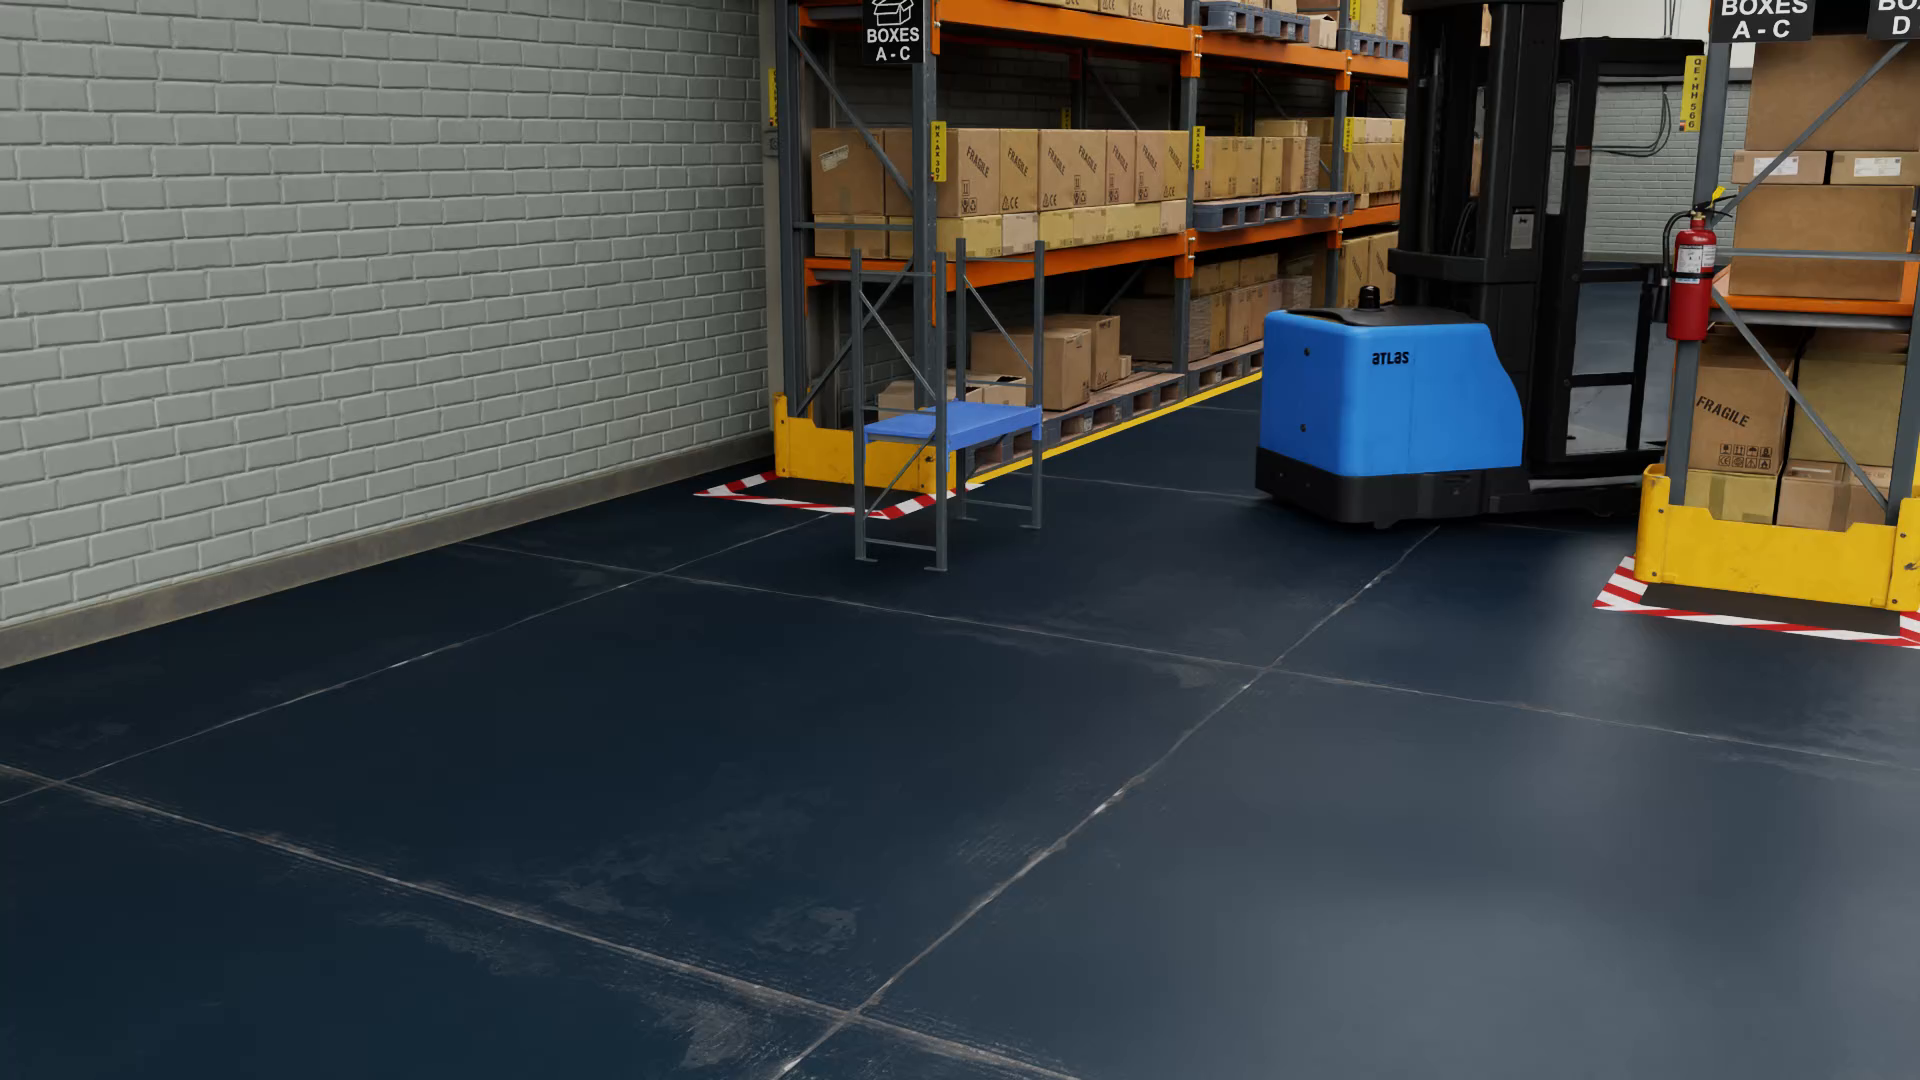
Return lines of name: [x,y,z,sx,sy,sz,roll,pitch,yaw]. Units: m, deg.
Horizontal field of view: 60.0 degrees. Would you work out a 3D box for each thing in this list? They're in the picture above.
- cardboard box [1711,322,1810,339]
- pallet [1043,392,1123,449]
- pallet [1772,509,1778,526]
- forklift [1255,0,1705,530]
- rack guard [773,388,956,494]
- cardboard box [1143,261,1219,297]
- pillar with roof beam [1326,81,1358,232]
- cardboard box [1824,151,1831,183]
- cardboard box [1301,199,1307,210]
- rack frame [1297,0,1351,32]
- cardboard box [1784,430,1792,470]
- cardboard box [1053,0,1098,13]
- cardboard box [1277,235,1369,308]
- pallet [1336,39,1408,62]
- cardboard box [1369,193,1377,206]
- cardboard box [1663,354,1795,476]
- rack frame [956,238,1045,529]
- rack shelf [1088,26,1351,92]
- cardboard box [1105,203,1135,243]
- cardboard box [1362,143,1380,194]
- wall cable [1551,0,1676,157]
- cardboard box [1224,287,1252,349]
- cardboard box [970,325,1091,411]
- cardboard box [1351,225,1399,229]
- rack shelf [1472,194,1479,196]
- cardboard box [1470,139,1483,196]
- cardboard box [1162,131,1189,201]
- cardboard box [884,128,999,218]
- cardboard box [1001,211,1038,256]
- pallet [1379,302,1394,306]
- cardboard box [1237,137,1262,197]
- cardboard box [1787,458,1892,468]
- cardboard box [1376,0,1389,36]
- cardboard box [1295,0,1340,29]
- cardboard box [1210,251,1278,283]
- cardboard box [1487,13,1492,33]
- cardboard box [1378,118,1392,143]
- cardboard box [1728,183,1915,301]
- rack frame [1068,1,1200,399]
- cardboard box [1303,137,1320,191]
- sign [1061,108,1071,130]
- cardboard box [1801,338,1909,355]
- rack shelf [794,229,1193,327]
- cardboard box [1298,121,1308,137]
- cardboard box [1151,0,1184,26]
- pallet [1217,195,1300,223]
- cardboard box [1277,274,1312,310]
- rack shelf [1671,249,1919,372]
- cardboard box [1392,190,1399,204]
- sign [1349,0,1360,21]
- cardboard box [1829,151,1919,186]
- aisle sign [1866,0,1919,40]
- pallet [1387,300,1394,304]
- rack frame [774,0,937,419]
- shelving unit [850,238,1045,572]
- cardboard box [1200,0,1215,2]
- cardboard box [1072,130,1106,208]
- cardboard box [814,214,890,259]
cardboard box: [4.693,-1.034,9.793,0.500,0.500,0.500,7,15,28]
pallet: [0.454,-0.879,11.728,1.003,0.211,1.213,7,15,28]
pallet: [4.074,-0.052,8.300,1.003,0.211,1.213,7,15,28]
forklift: [3.254,-1.660,9.166,3.031,2.935,1.130,-4,14,-17]
rack guard: [-0.561,-0.607,9.985,1.175,0.500,0.348,7,15,28]
cardboard box: [1.888,-2.234,14.195,0.500,0.250,0.500,7,15,27]
pillar with roof beam: [8.553,-6.939,18.115,9.100,9.000,0.400,7,15,28]
cardboard box: [3.884,-1.764,7.853,0.380,0.149,0.250,8,16,29]
cardboard box: [3.632,-3.377,16.634,0.380,0.149,0.250,7,15,27]
rack frame: [3.270,-6.364,15.732,1.000,3.000,0.127,7,15,28]
cardboard box: [4.213,-0.464,9.028,0.500,0.250,0.500,7,15,28]
cardboard box: [0.562,-3.689,10.779,0.500,0.500,0.500,8,16,31]
cardboard box: [3.740,-2.743,17.202,0.750,0.750,0.750,7,15,27]
pallet: [4.073,-5.182,17.632,1.003,0.211,1.213,8,16,31]
cardboard box: [4.230,-3.644,17.742,0.380,0.149,0.250,8,16,29]
cardboard box: [3.740,-0.622,8.084,0.500,0.500,0.500,7,15,28]
rack frame: [0.205,-0.816,8.718,0.500,1.500,0.032,7,15,28]
rack shelf: [2.303,-4.146,14.466,1.077,0.370,4.000,7,15,28]
cardboard box: [0.895,-2.226,11.646,0.500,0.250,0.500,7,15,28]
cardboard box: [3.990,-3.828,17.121,0.500,0.500,0.500,8,16,30]
wall cable: [10.184,-7.616,27.550,3.097,2.526,0.112,7,15,28]
cardboard box: [2.166,-1.991,14.785,0.700,0.500,0.500,8,15,29]
cardboard box: [0.490,-1.199,11.501,0.700,0.500,0.500,6,15,25]
cardboard box: [5.003,-3.280,19.428,0.750,0.750,0.750,8,15,29]
rack shelf: [6.171,-4.329,21.626,1.077,0.370,4.000,7,15,28]
cardboard box: [6.181,-4.823,21.501,0.980,0.700,0.700,7,15,25]
cardboard box: [1.379,-2.797,12.411,0.500,0.500,0.500,7,15,28]
cardboard box: [-0.103,-2.172,9.820,0.500,0.500,0.500,7,15,28]
cardboard box: [0.155,-1.916,10.357,0.500,0.250,0.500,7,15,26]
pallet: [4.308,-2.495,18.432,1.003,0.211,1.213,7,15,28]
cardboard box: [2.180,-3.243,14.432,0.700,0.500,0.500,10,17,36]
cardboard box: [4.433,-0.301,8.355,0.500,0.250,0.500,7,15,28]
cardboard box: [4.171,-5.604,17.827,0.700,0.500,0.500,7,15,28]
cardboard box: [3.450,-5.273,16.452,0.700,0.500,0.500,6,15,24]
cardboard box: [2.637,-2.548,15.496,0.500,0.250,0.500,8,16,29]
cardboard box: [6.526,-6.701,21.141,0.500,0.500,0.500,7,15,26]
cardboard box: [4.213,-4.293,17.449,0.500,0.250,0.500,7,15,28]
cardboard box: [3.978,-1.389,7.682,0.700,0.500,0.500,7,15,28]
rack frame: [1.336,-2.627,13.031,1.000,3.000,0.127,7,15,28]
cardboard box: [3.052,-3.613,15.967,0.700,0.500,0.500,5,15,21]
sign: [0.849,-3.252,13.153,0.100,0.325,0.005,7,15,28]
cardboard box: [4.665,-0.770,8.697,0.500,0.500,0.500,7,15,28]
rack shelf: [0.370,-1.867,11.414,1.077,0.370,4.000,7,15,28]
cardboard box: [3.130,-3.952,15.988,0.380,0.149,0.250,5,15,21]
cardboard box: [1.307,-4.012,12.118,0.500,0.500,0.500,8,16,30]
pallet: [2.349,-2.944,14.754,1.003,0.211,1.213,7,15,28]
cardboard box: [2.968,-2.293,16.040,0.700,0.500,0.500,8,16,29]
rack shelf: [4.708,-1.307,9.089,1.077,0.370,4.000,7,15,28]
cardboard box: [4.636,-3.799,18.385,0.380,0.149,0.250,7,15,26]
sign: [3.744,-5.096,15.766,0.100,0.325,0.005,7,15,28]
cardboard box: [4.119,-1.666,7.447,0.380,0.149,0.250,7,15,28]
aisle sign: [3.977,-2.462,6.798,0.394,0.787,0.004,7,15,28]
pallet: [4.897,-2.746,19.474,1.003,0.211,1.213,7,15,28]
rack frame: [-0.597,-1.807,9.627,1.000,3.000,0.127,7,15,28]
shelving unit: [-0.041,-0.712,8.285,0.538,1.500,1.048,7,15,28]
cardboard box: [1.671,-4.441,13.047,0.500,0.500,0.500,10,17,36]
cardboard box: [0.639,-2.485,11.117,0.500,0.500,0.500,8,16,30]
cardboard box: [-0.541,-1.861,10.131,0.500,0.250,0.500,8,16,29]
